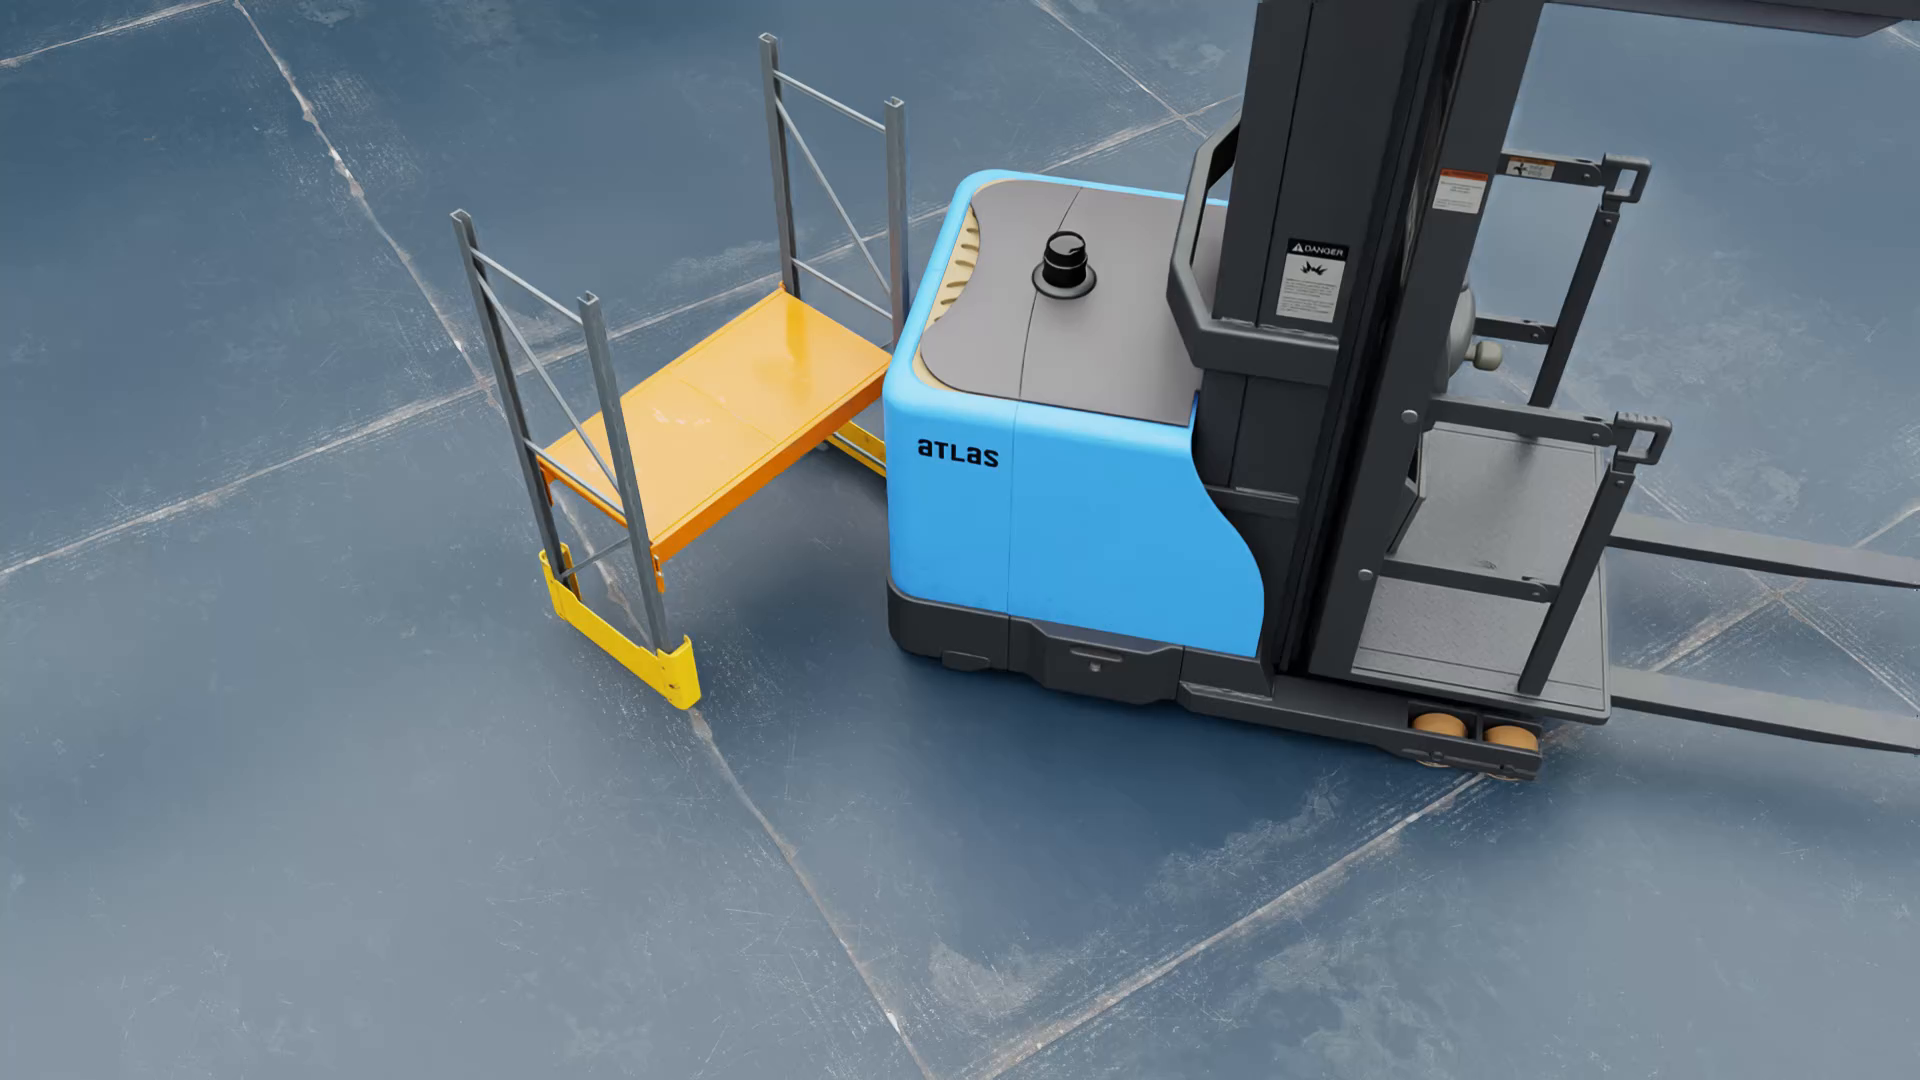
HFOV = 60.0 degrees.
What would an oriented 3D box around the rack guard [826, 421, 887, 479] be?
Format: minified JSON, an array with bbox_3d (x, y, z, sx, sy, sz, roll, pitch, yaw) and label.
[{"bbox_3d":[-0.342,-0.314,5.362,0.587,0.250,0.087,33,56,26],"label":"rack guard"}]

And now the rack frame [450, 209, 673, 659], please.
[{"bbox_3d":[-1.007,-0.156,4.385,0.500,1.500,0.032,33,56,26],"label":"rack frame"}]

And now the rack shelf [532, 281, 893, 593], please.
[{"bbox_3d":[-0.674,-0.324,4.775,0.538,0.185,1.000,33,56,26],"label":"rack shelf"}]

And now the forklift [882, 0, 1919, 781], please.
[{"bbox_3d":[1.362,-0.742,3.948,3.031,2.935,1.130,10,49,9],"label":"forklift"}]

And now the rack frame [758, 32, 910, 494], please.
[{"bbox_3d":[-0.341,-0.730,4.896,0.500,1.500,0.032,33,56,26],"label":"rack frame"}]

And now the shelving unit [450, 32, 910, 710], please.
[{"bbox_3d":[-0.668,-0.448,4.645,0.587,1.500,1.083,33,56,26],"label":"shelving unit"}]

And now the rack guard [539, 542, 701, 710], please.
[{"bbox_3d":[-0.994,0.248,4.861,0.587,0.250,0.087,33,56,26],"label":"rack guard"}]
